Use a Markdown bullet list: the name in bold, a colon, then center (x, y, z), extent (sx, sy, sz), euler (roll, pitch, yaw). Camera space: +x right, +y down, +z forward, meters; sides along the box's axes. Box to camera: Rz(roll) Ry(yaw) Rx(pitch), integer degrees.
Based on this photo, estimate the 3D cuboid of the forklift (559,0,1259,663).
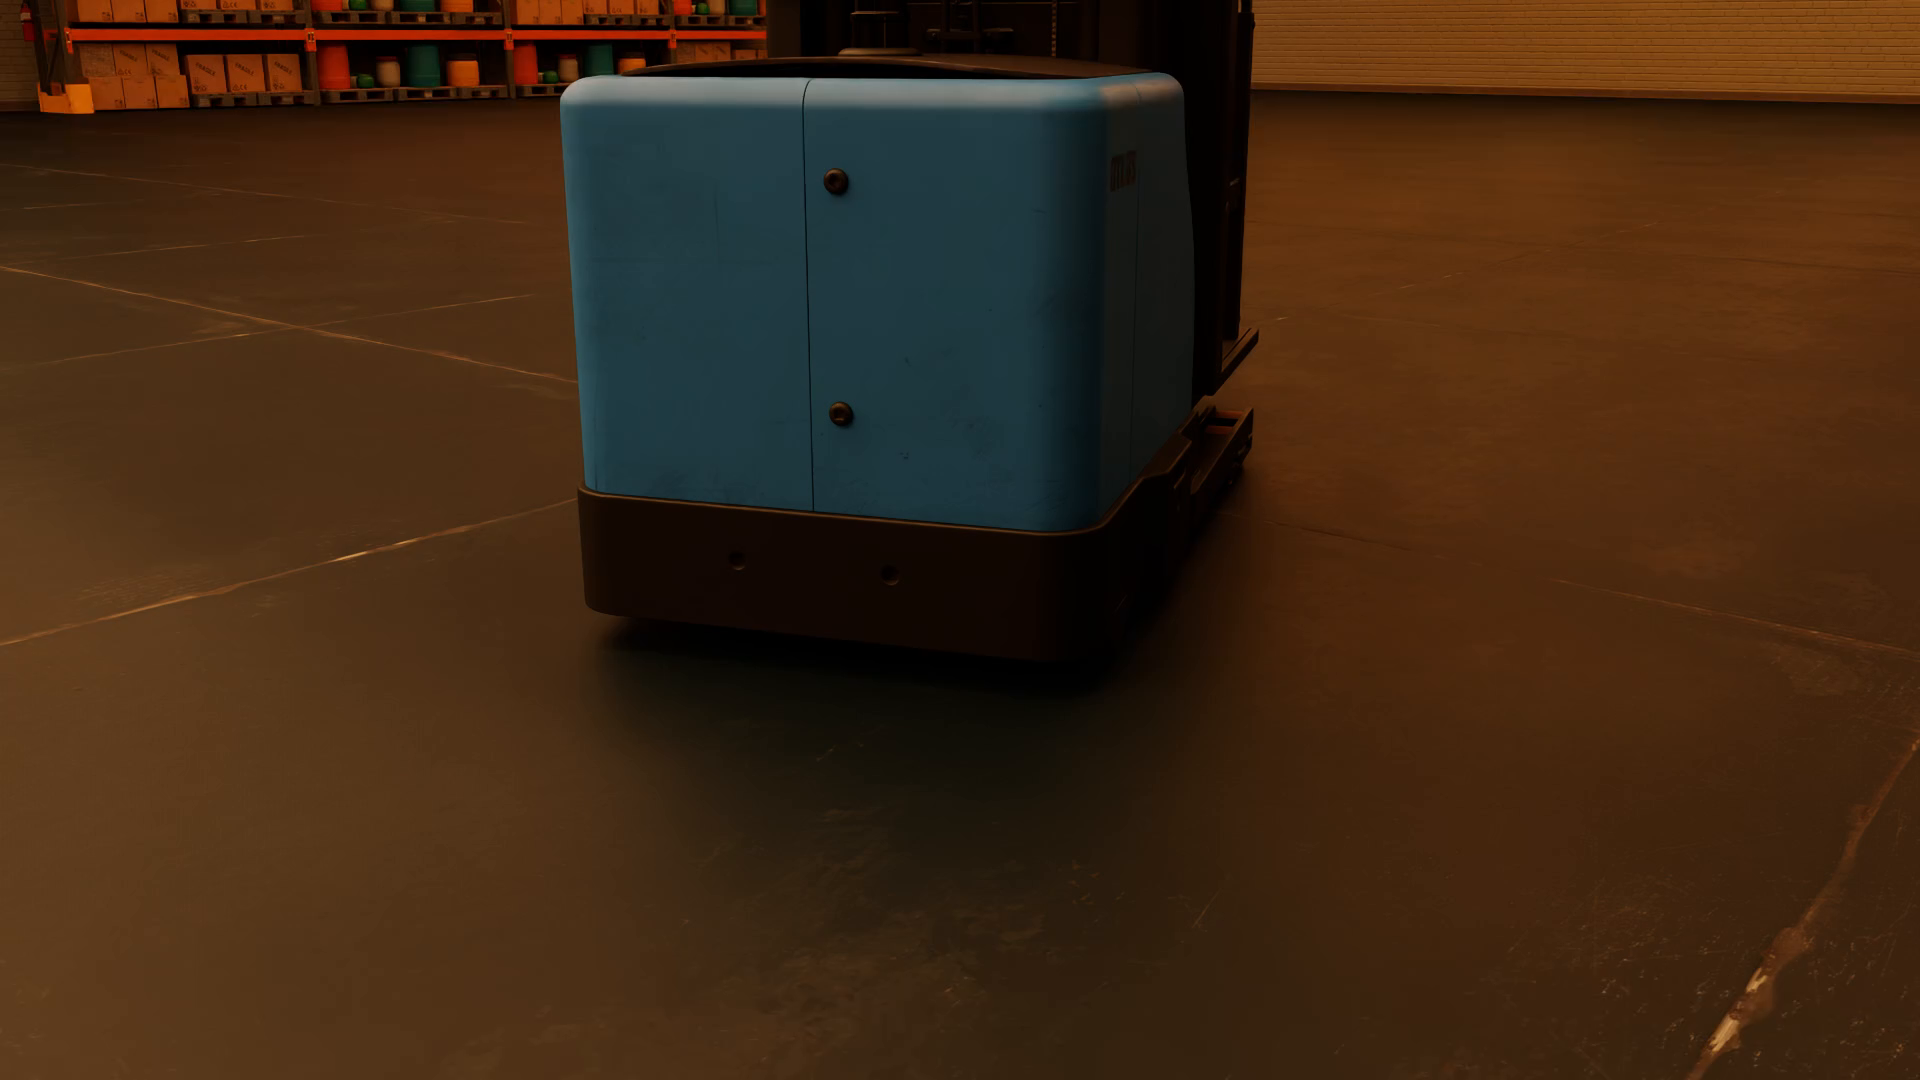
- **forklift**: center (0.182, -1.571, 4.072), extent (1.130, 2.935, 3.031), euler (5, 18, 17)
